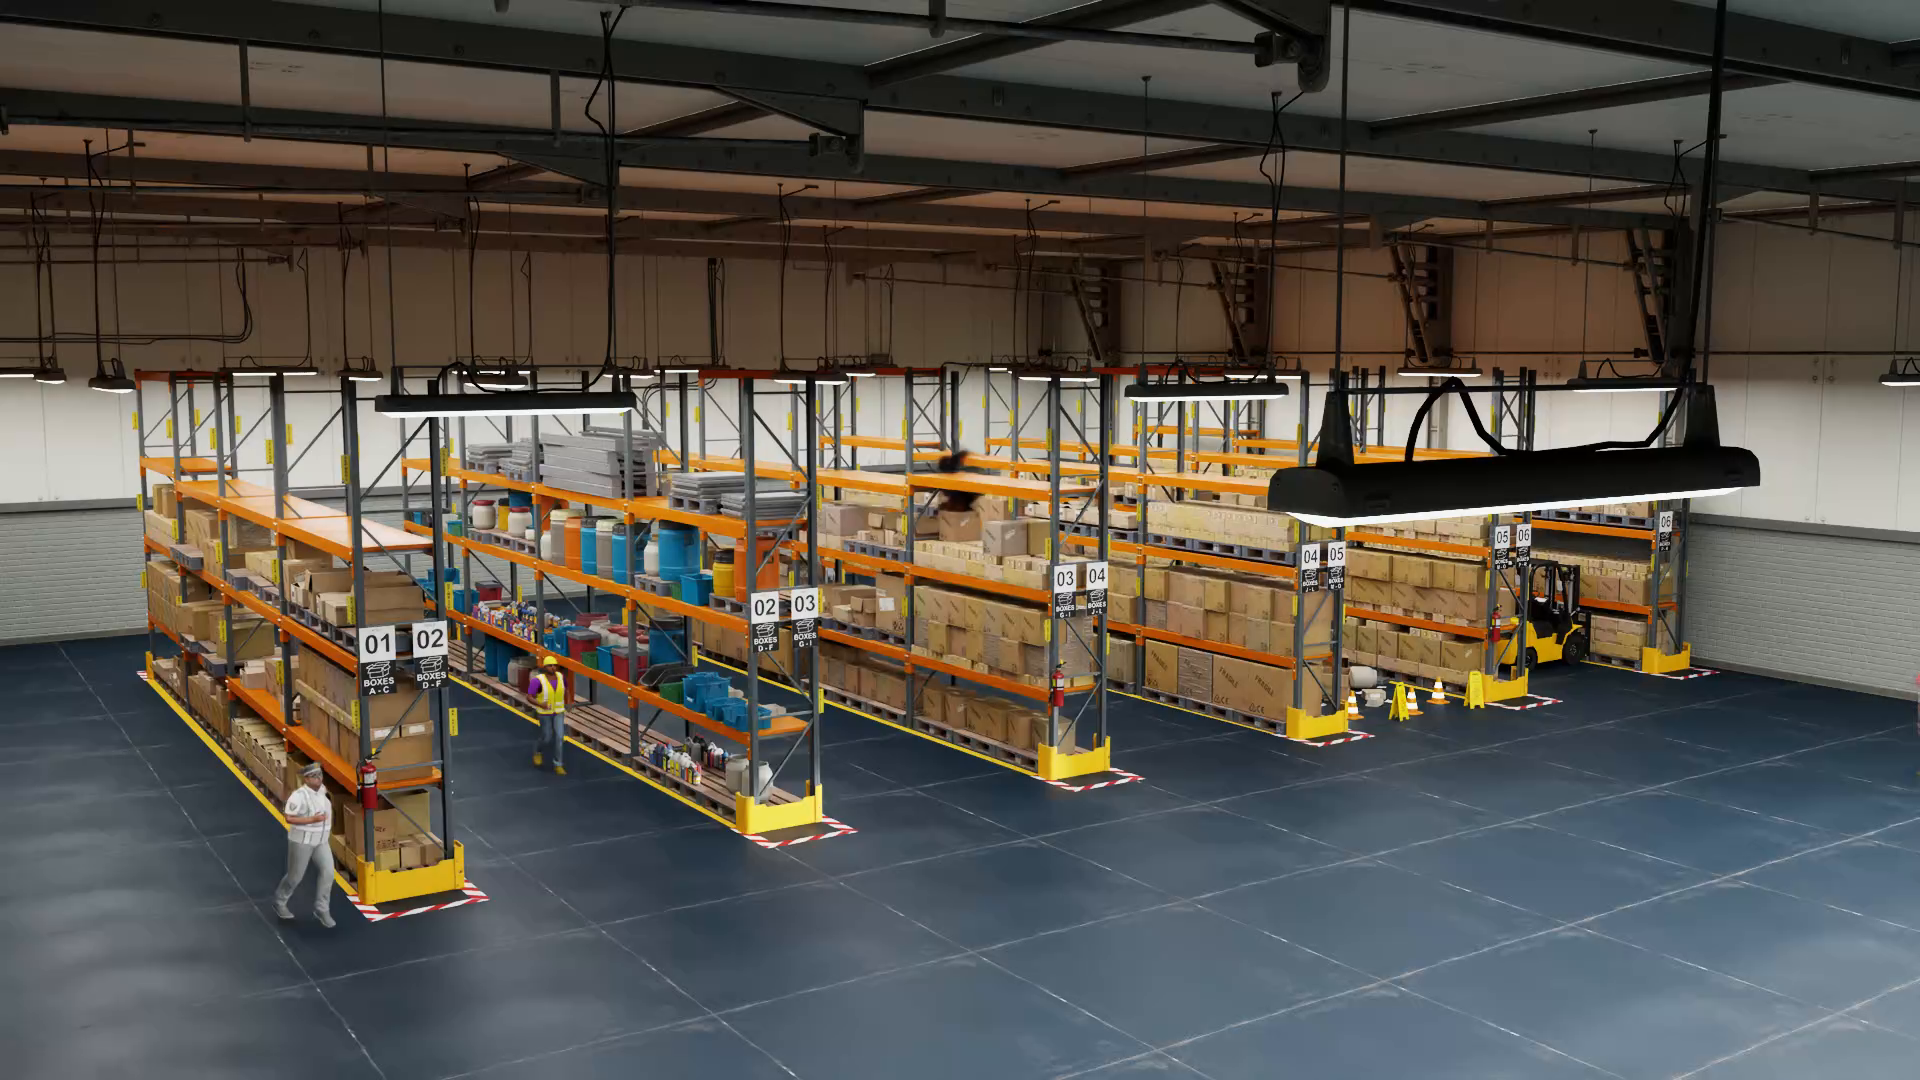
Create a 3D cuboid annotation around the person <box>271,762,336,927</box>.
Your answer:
[{"bbox_3d":[-7.261,3.374,18.529,0.807,1.847,0.662,3,7,26],"label":"person"}]

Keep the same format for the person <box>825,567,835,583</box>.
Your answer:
[{"bbox_3d":[-3.222,0.685,42.173,0.924,1.821,0.699,-4,8,-33],"label":"person"}]

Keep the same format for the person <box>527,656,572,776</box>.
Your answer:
[{"bbox_3d":[-6.196,2.623,25.151,0.725,1.776,0.841,-5,8,-36],"label":"person"}]
